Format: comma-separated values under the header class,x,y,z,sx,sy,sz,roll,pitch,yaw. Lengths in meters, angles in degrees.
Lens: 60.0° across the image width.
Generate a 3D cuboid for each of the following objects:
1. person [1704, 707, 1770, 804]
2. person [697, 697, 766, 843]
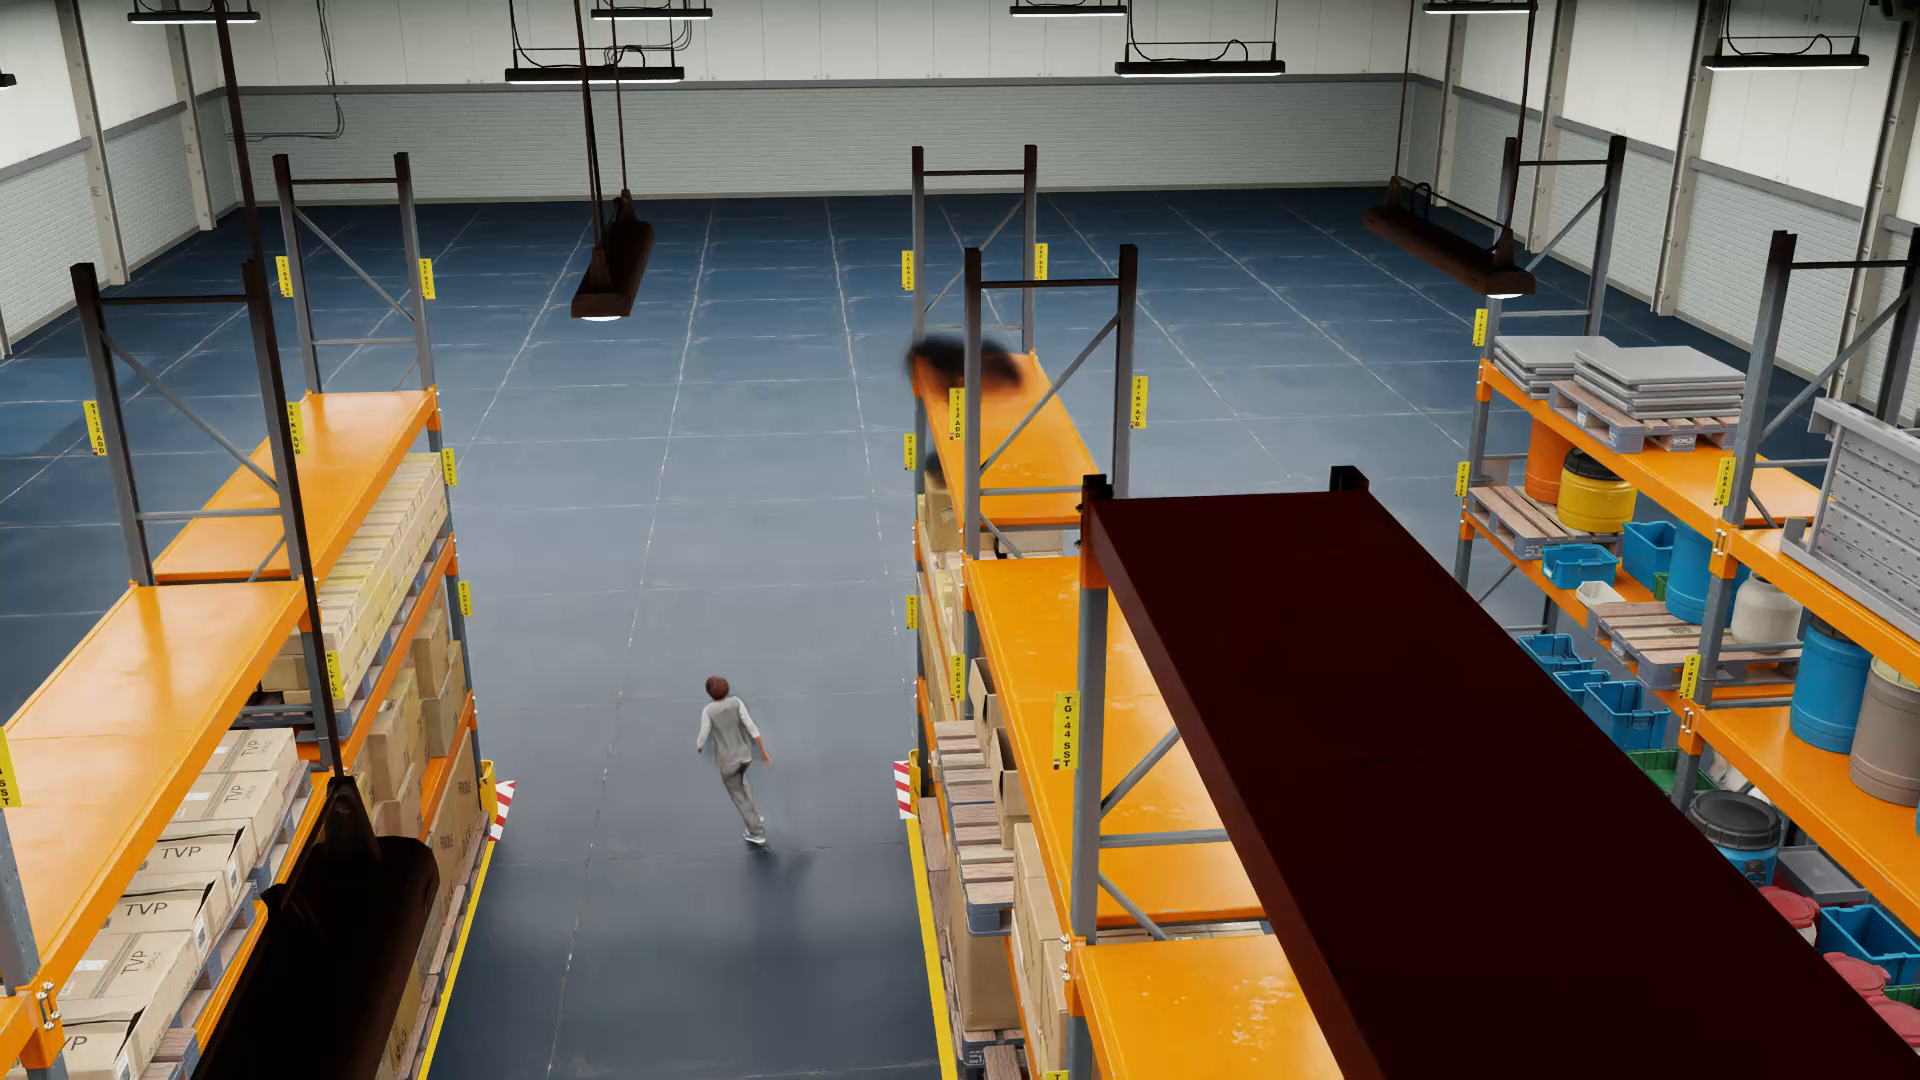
class,x,y,z,sx,sy,sz,roll,pitch,yaw
person,6.696,2.155,14.088,0.719,1.585,1.039,-9,23,-21
person,-1.983,2.042,14.659,0.505,1.333,0.562,-16,26,-34
